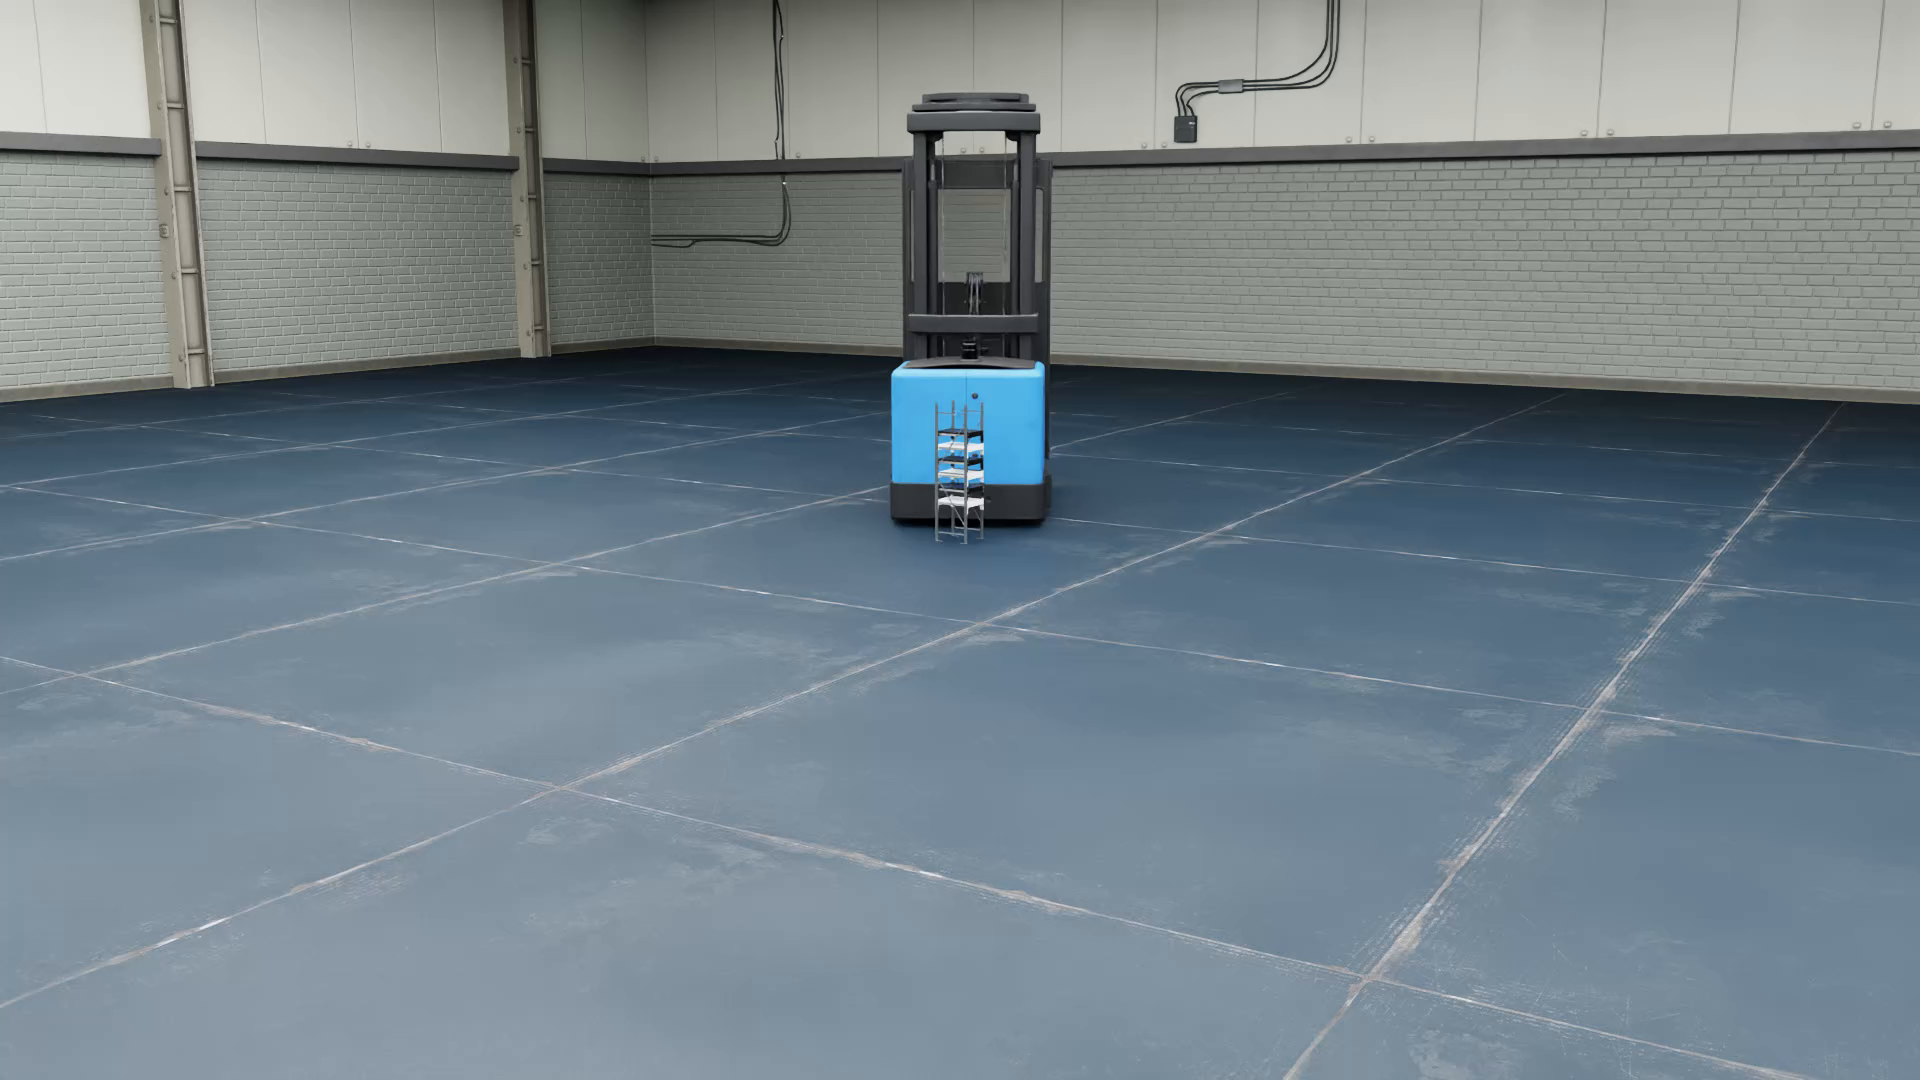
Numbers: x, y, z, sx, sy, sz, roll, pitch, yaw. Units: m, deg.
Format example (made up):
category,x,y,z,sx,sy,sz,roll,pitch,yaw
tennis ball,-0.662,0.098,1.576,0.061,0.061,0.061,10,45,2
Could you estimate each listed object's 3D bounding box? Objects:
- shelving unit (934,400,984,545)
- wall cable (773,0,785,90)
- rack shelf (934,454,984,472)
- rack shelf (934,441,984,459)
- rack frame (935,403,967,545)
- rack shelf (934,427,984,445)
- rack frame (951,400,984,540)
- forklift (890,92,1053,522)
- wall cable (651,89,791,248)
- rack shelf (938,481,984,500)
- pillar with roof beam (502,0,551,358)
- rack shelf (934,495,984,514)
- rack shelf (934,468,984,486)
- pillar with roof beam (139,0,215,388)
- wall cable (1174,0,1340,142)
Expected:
category,x,y,z,sx,sy,sz,roll,pitch,yaw
shelving unit,-0.004,-0.441,10.779,0.258,0.900,0.210,6,12,31
wall cable,-1.784,-8.378,25.879,3.097,2.526,0.112,6,12,31
rack shelf,-0.004,-0.497,10.769,0.258,0.077,0.200,6,12,31
rack shelf,-0.004,-0.585,10.752,0.258,0.077,0.200,6,12,31
rack frame,-0.057,-0.425,10.694,0.240,0.900,0.006,6,12,31
rack shelf,-0.004,-0.674,10.736,0.258,0.077,0.200,6,12,31
rack frame,0.049,-0.457,10.864,0.240,0.900,0.006,6,12,31
forklift,0.138,-1.789,12.459,1.130,2.935,3.031,1,11,4
wall cable,-4.096,-6.154,27.724,3.097,2.526,0.112,6,12,31
rack shelf,-0.004,-0.320,10.802,0.258,0.077,0.200,6,12,31
pillar with roof beam,-3.076,-6.932,23.441,9.100,9.000,0.400,6,12,31
rack shelf,-0.004,-0.231,10.818,0.258,0.077,0.200,6,12,31
rack shelf,-0.004,-0.408,10.785,0.258,0.077,0.200,6,12,31
pillar with roof beam,-6.192,-5.988,18.401,9.100,9.000,0.400,6,12,31
wall cable,4.009,-8.442,22.267,2.305,6.003,0.169,6,12,31
